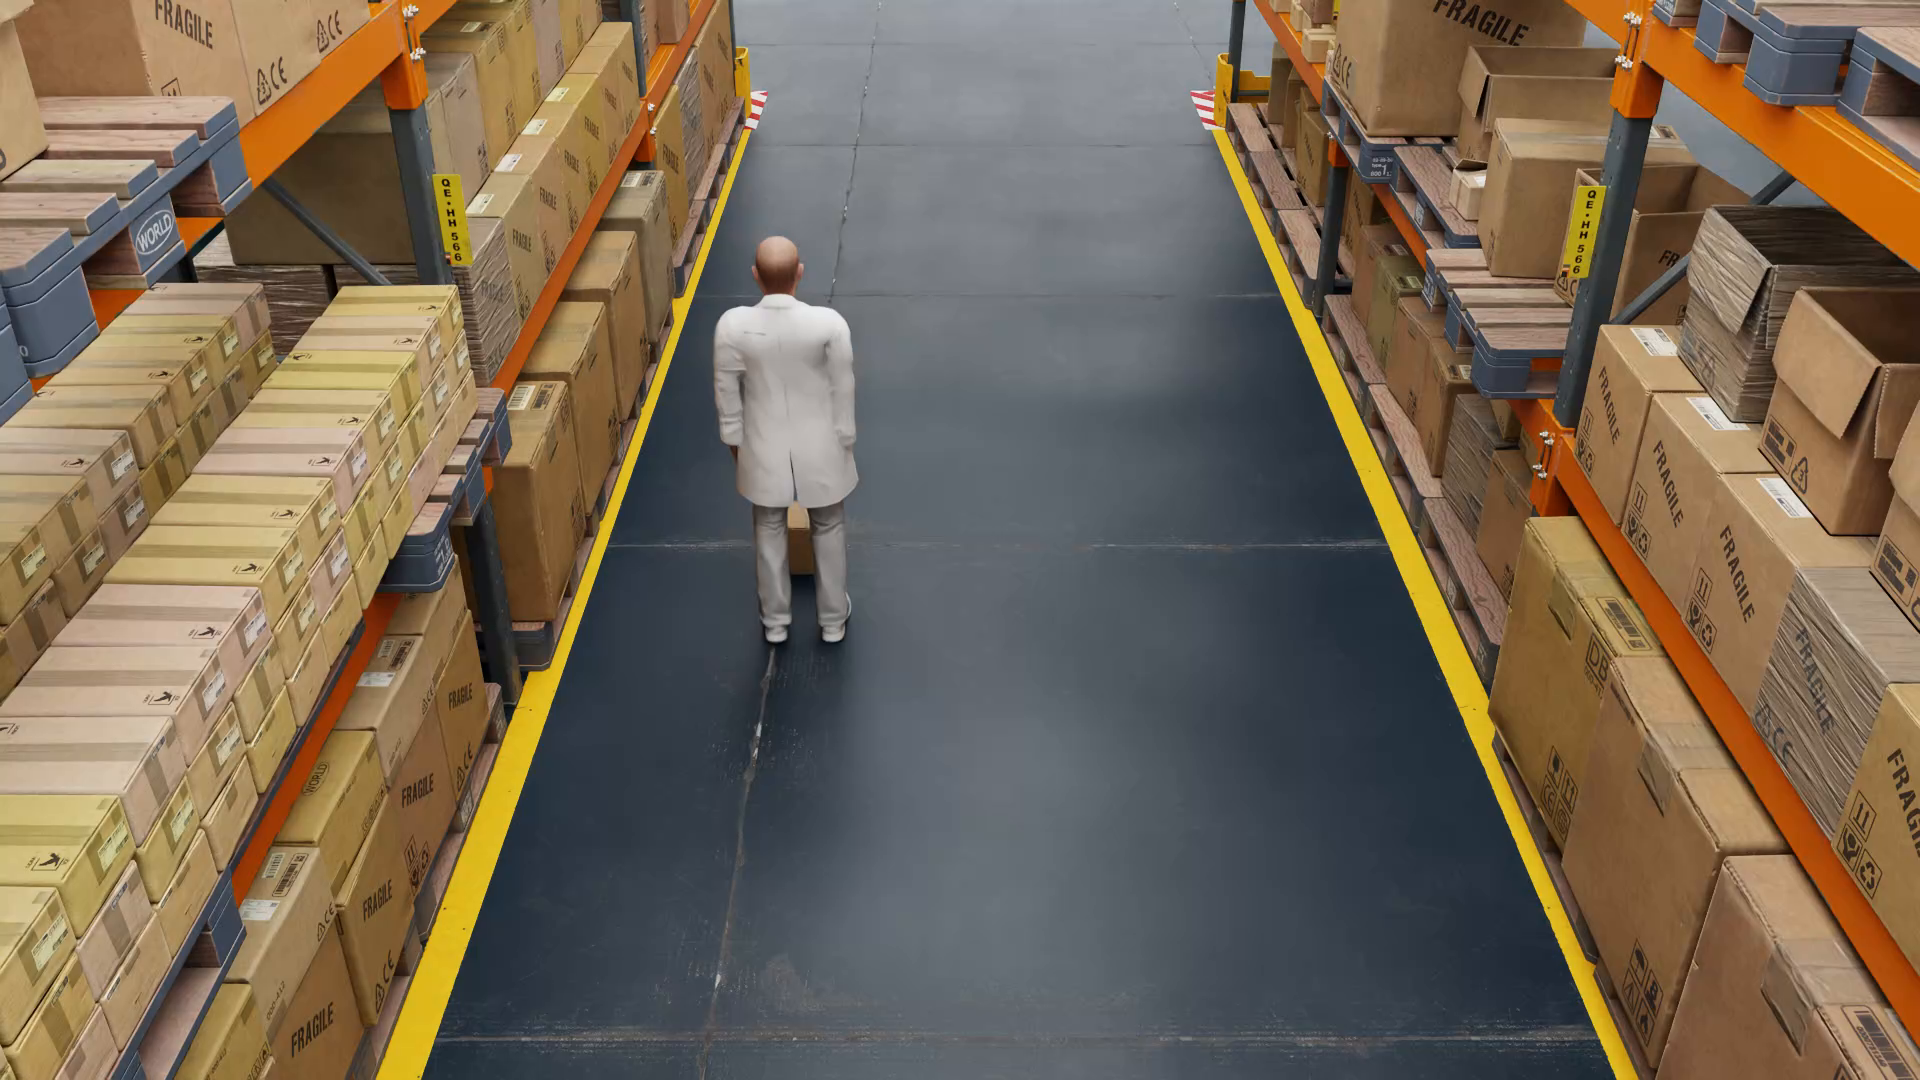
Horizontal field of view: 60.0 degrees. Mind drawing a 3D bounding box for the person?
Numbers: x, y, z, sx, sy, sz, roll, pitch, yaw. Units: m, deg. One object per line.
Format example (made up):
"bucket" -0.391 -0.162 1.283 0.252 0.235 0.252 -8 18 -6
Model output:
"person" -0.702 -0.399 6.823 0.564 1.769 0.377 0 31 0
